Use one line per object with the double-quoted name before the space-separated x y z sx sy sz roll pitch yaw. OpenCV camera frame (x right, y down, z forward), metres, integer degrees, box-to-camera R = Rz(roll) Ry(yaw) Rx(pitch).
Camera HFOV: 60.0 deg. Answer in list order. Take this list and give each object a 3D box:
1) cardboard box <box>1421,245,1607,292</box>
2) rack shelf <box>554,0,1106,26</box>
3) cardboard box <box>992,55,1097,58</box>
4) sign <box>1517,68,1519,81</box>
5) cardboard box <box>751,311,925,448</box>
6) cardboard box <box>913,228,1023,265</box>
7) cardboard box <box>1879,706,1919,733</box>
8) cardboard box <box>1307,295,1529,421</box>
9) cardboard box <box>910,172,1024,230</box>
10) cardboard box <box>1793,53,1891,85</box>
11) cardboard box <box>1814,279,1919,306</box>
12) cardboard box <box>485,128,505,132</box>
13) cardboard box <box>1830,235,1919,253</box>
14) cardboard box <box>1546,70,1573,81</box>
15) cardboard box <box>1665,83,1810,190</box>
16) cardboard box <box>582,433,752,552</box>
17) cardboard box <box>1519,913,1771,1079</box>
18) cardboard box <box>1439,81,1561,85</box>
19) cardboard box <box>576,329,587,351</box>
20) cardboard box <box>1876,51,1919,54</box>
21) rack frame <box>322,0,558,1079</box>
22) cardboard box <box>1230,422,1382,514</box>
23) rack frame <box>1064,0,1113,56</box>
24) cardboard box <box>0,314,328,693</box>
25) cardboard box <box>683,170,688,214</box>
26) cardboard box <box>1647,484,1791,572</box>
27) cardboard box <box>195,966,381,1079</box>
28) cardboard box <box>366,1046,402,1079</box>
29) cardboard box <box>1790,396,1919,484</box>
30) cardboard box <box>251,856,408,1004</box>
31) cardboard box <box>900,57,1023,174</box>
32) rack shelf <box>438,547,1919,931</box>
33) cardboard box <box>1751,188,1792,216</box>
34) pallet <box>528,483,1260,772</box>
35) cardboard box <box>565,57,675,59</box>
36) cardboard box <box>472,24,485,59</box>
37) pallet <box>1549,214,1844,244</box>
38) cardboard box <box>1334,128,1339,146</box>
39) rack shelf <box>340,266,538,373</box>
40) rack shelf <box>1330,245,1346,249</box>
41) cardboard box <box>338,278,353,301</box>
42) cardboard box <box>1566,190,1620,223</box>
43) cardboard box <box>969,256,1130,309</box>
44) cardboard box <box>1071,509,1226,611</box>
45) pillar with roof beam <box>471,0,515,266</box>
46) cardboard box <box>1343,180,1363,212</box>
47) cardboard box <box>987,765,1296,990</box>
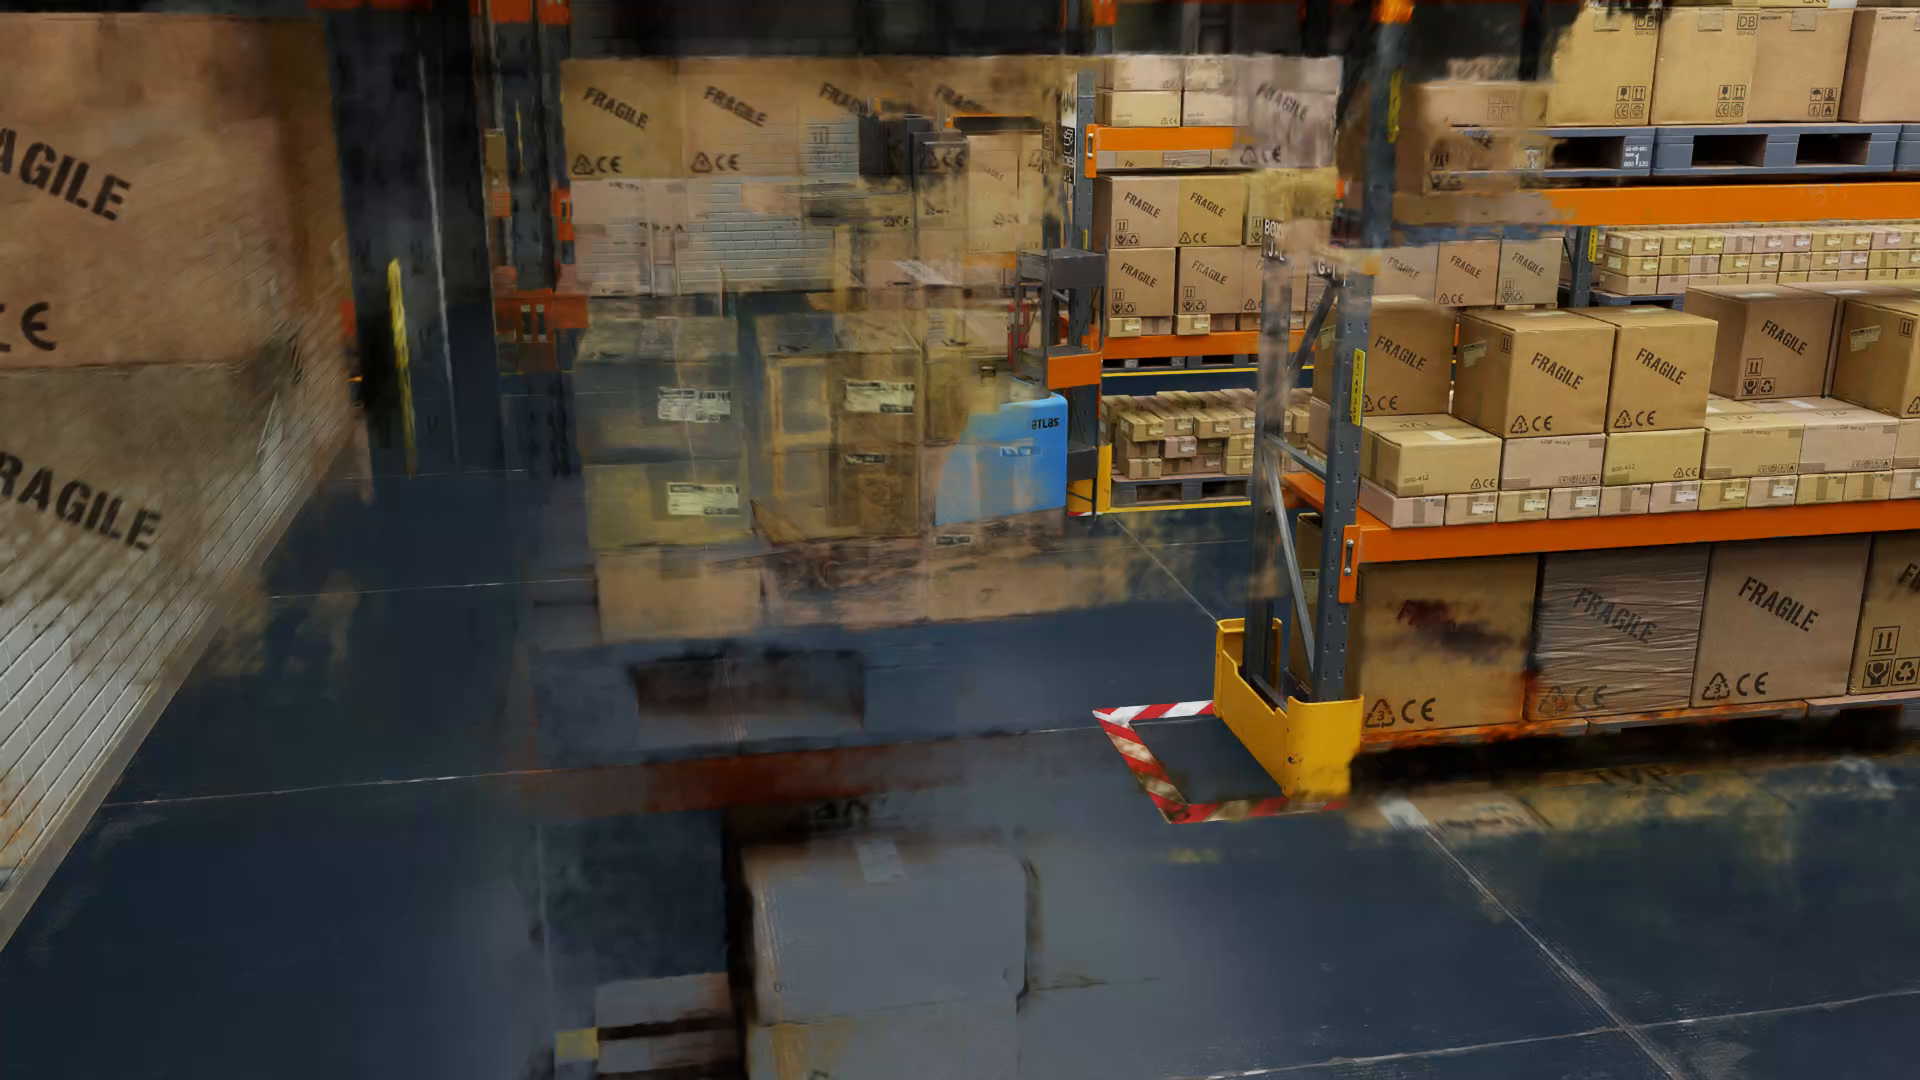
"cardboard box" 6.868 -2.578 13.797 0.250 0.149 0.380 -3 17 -9
"rack shelf" 4.702 -6.088 22.639 4.000 0.370 1.077 -3 17 -10
"cardboard box" 6.084 -4.192 18.479 0.500 0.500 0.500 -3 17 -9
"sign" 10.486 -5.943 24.444 0.005 0.325 0.100 -3 17 -10
"cardboard box" 5.468 -2.306 12.909 0.250 0.149 0.380 -3 17 -9
"cardboard box" 5.672 -3.411 18.062 0.500 0.250 0.500 -4 17 -11
"cardboard box" 8.027 -1.508 13.876 0.500 0.250 0.500 -4 17 -12
"cardboard box" 6.465 -2.361 13.089 0.250 0.149 0.380 -3 17 -8
"cardboard box" 5.672 -3.652 17.998 0.500 0.250 0.500 -4 17 -12
"cardboard box" 10.189 -4.447 18.684 0.250 0.149 0.380 -4 18 -13
"cardboard box" 7.489 -2.419 13.277 0.250 0.149 0.380 -3 17 -9
"cardboard box" 2.201 -5.007 22.753 0.500 0.250 0.500 -3 17 -11
"cardboard box" 7.895 -2.636 13.986 0.250 0.149 0.380 -4 17 -12
"cardboard box" 10.849 -5.937 24.250 0.250 0.149 0.380 -3 17 -10
"cardboard box" 9.619 -4.116 18.710 0.500 0.500 0.500 -4 18 -13
"cardboard box" 5.196 -2.146 12.897 0.250 0.149 0.380 -3 17 -10
"cardboard box" 7.026 -1.089 13.790 0.500 0.500 0.500 -4 18 -13
"cardboard box" 8.510 -4.206 19.006 0.500 0.500 0.500 -4 17 -11
"cardboard box" 4.277 -2.698 18.391 0.875 0.875 0.875 -3 17 -9
"cardboard box" 11.009 -4.678 19.435 0.250 0.149 0.380 -3 17 -11
"rack frame" 4.722 -2.034 13.325 0.127 3.000 1.000 -3 17 -10
"cardboard box" 6.223 -2.206 13.092 0.250 0.149 0.380 -3 17 -8
"rack frame" 6.665 -5.109 23.337 0.127 3.000 1.000 -3 17 -10
"cardboard box" 4.300 -2.116 12.914 0.500 0.500 0.500 -3 17 -10
"cardboard box" 4.559 -3.747 18.307 0.500 0.250 0.500 -3 17 -9
"cardboard box" 6.991 -2.108 13.278 0.250 0.149 0.380 -3 17 -9
"cardboard box" 4.422 -1.062 13.286 0.250 0.149 0.380 -3 17 -9
"cardboard box" 4.473 -0.905 13.283 0.250 0.149 0.380 -3 17 -9
"cardboard box" 7.240 -2.263 13.277 0.250 0.149 0.380 -3 17 -11
"cardboard box" 4.344 -1.197 13.727 0.250 0.149 0.380 -3 17 -8
"cardboard box" 5.663 -4.017 17.908 0.500 0.500 0.500 -4 17 -11
"rack shelf" 6.685 -1.802 13.794 4.000 0.370 1.077 -3 17 -10
"cardboard box" 9.803 -3.836 18.904 0.250 0.149 0.380 -4 17 -12
"pallet" 5.500 -1.943 13.356 1.213 0.211 1.003 -3 17 -10
"cardboard box" 4.074 -4.078 18.108 0.500 0.500 0.500 -3 17 -9
"cardboard box" 3.324 -4.349 17.883 0.250 0.149 0.380 -4 17 -11
"pallet" 9.547 -3.709 19.104 1.213 0.211 1.003 -3 17 -10
"cardboard box" 8.653 -5.318 23.420 0.500 0.250 0.500 -3 17 -10
"rack shelf" 1.720 -3.000 17.696 4.000 0.370 1.077 -3 17 -10
"rack shelf" 9.574 -3.446 19.147 4.000 0.370 1.077 -3 17 -10
"cardboard box" 2.772 -3.373 17.516 0.500 0.500 0.500 -4 17 -12
"cardboard box" 8.800 -3.741 18.595 0.250 0.149 0.380 -3 17 -10
"cardboard box" 5.854 -2.522 13.612 0.250 0.149 0.380 -3 17 -11
"cardboard box" 5.960 -2.048 13.082 0.250 0.149 0.380 -3 17 -10
"pillar with roof beam" 2.700 -6.734 18.410 0.400 9.000 9.100 -3 17 -10
"cardboard box" 7.888 -3.845 18.934 0.250 0.149 0.380 -3 17 -8
"cardboard box" 6.020 -1.394 13.506 0.500 0.250 0.500 -3 17 -9
